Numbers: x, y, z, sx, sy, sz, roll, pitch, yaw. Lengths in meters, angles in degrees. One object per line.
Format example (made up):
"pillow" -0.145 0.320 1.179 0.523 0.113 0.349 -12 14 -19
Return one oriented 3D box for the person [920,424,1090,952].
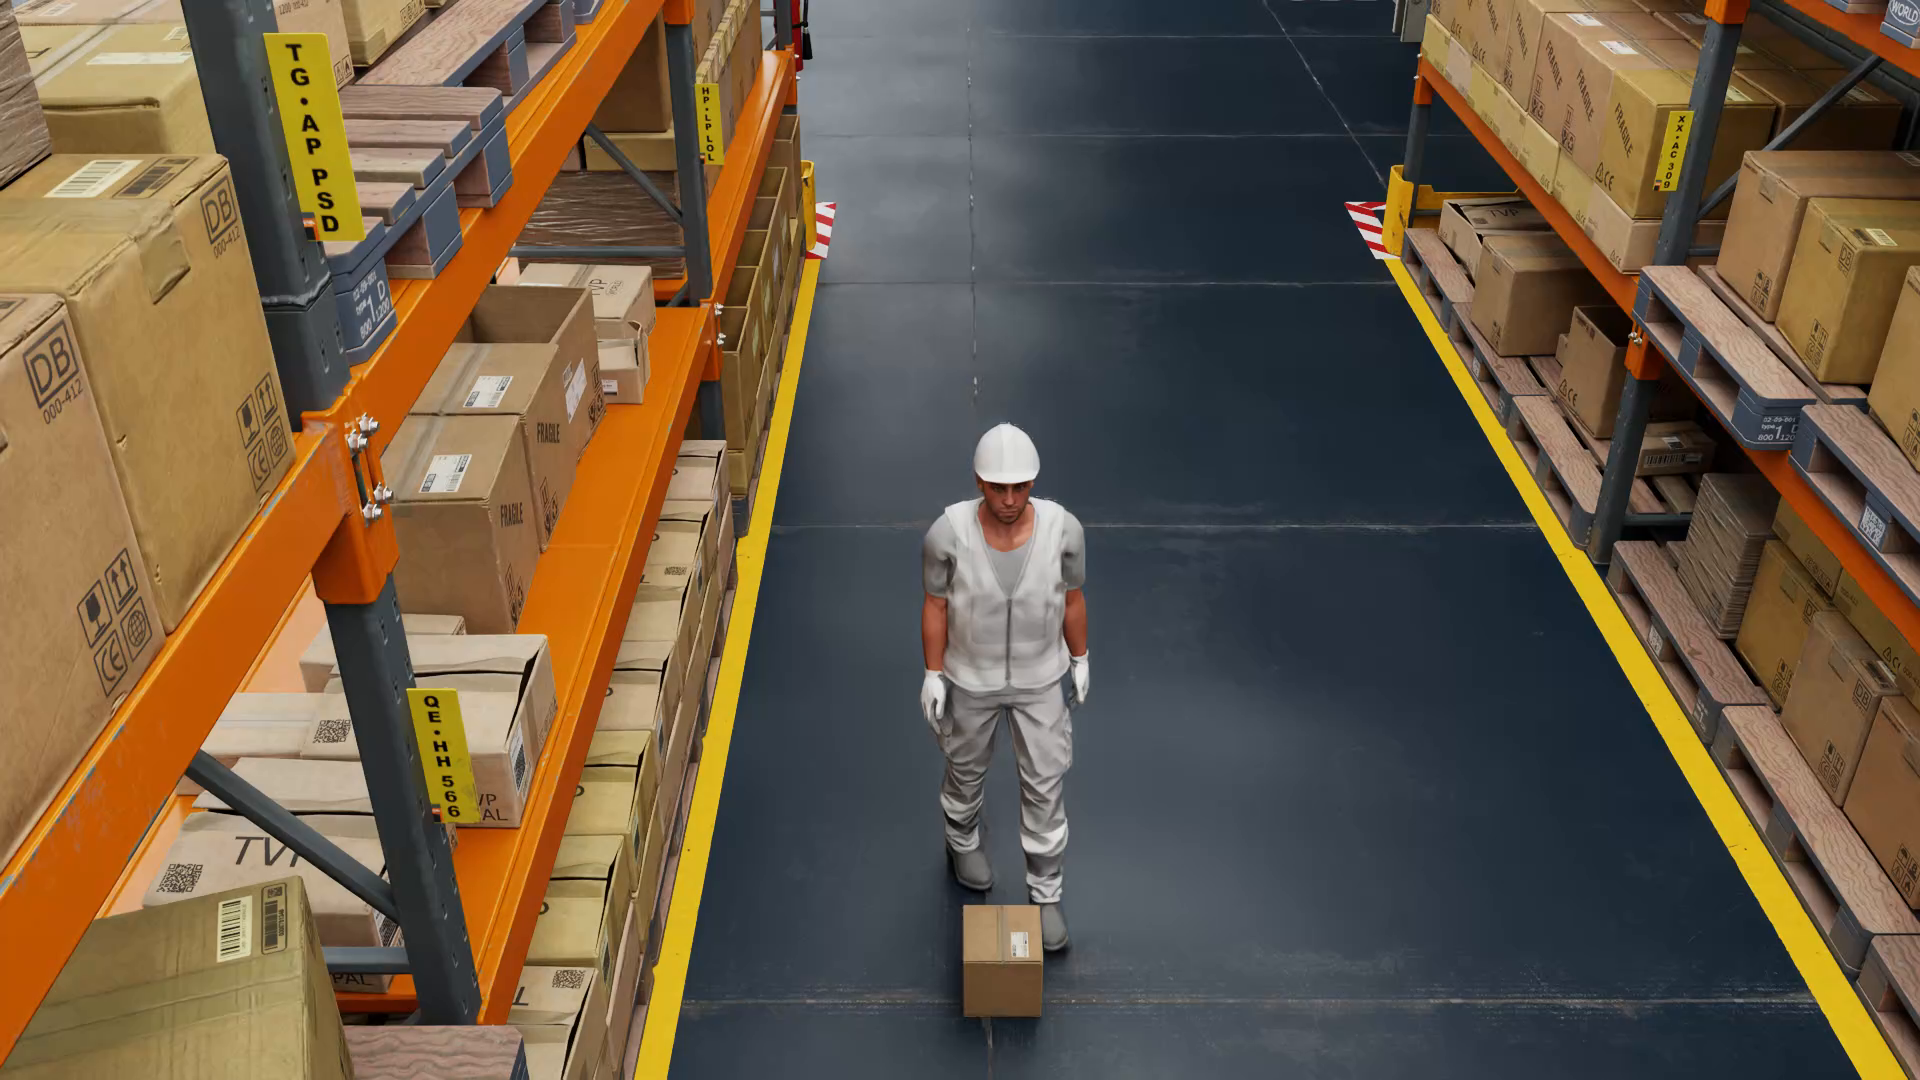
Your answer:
"person" 0.157 0.482 5.305 0.562 1.786 0.625 -2 31 -4
